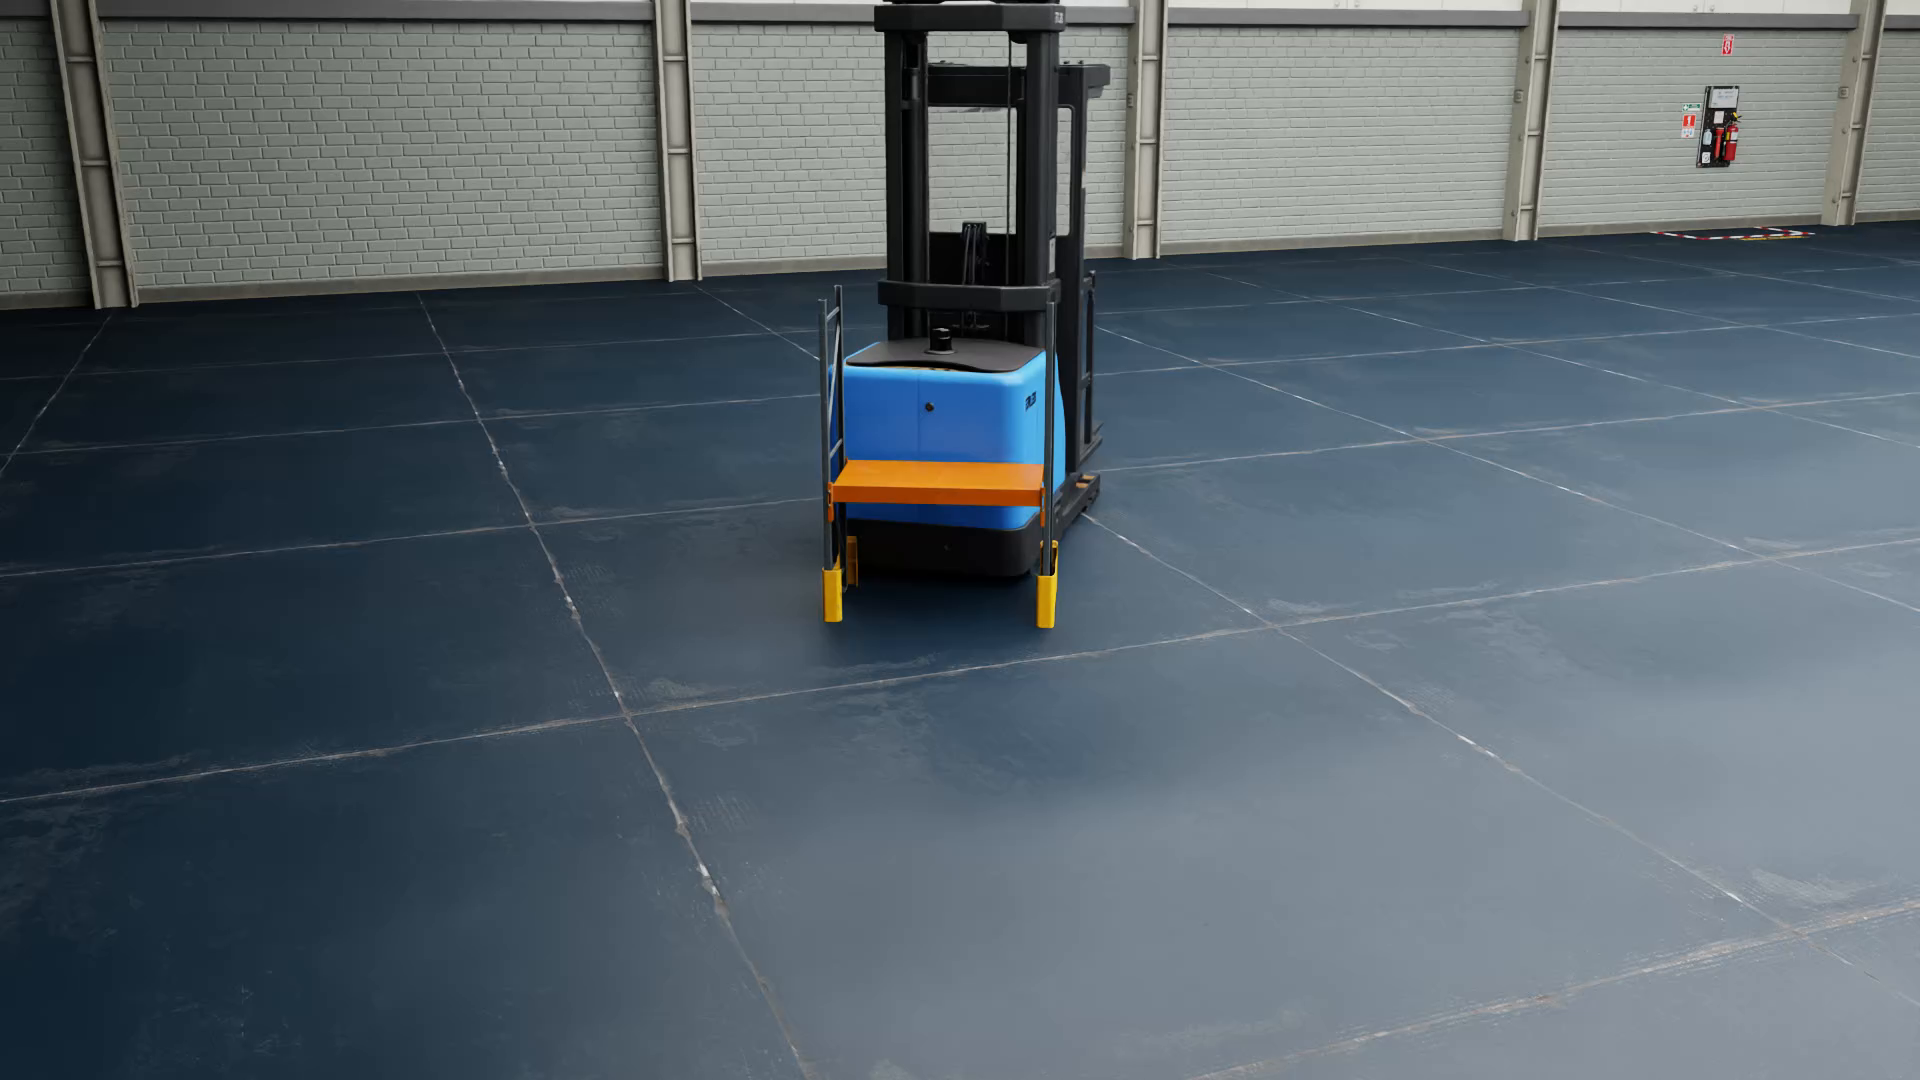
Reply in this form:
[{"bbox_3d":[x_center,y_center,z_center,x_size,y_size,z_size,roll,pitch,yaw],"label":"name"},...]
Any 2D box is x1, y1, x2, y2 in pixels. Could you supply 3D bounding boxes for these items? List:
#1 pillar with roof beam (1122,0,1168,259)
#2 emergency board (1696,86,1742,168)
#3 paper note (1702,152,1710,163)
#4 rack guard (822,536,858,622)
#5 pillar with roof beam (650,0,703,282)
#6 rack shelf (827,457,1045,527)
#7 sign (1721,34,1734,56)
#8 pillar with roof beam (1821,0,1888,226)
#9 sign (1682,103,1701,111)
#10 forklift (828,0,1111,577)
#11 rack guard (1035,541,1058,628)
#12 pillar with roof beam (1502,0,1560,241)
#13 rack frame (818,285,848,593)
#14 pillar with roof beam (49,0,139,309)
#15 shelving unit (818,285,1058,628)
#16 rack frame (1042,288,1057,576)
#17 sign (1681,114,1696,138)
[{"bbox_3d":[3.889,-6.855,16.469,0.400,9.000,9.100,-6,17,-20],"label":"pillar with roof beam"},{"bbox_3d":[11.233,-6.080,24.477,0.643,1.169,0.194,-6,17,-20],"label":"emergency board"},{"bbox_3d":[11.043,-5.657,24.603,0.142,0.148,0.016,-6,17,-20],"label":"paper note"},{"bbox_3d":[-0.577,0.182,8.034,0.087,0.250,0.587,1,16,5],"label":"rack guard"},{"bbox_3d":[-1.713,-6.250,14.409,0.400,9.000,9.100,-6,17,-20],"label":"pillar with roof beam"},{"bbox_3d":[-0.089,-0.233,7.869,1.000,0.185,0.538,1,16,5],"label":"rack shelf"},{"bbox_3d":[11.190,-7.217,24.237,0.199,0.298,0.001,-6,17,-20],"label":"sign"},{"bbox_3d":[15.095,-8.064,20.589,0.400,9.000,9.100,-6,17,-20],"label":"pillar with roof beam"},{"bbox_3d":[10.687,-6.320,24.294,0.331,0.109,0.001,-6,17,-20],"label":"sign"},{"bbox_3d":[0.206,-1.598,9.338,1.130,2.935,3.031,5,17,15],"label":"forklift"},{"bbox_3d":[0.416,0.206,7.954,0.087,0.250,0.587,1,16,5],"label":"rack guard"},{"bbox_3d":[9.492,-7.460,18.529,0.400,9.000,9.100,-6,17,-20],"label":"pillar with roof beam"},{"bbox_3d":[-0.596,-0.418,7.860,0.032,1.500,0.500,1,16,5],"label":"rack frame"},{"bbox_3d":[-7.316,-5.645,12.349,0.400,9.000,9.100,-6,17,-20],"label":"pillar with roof beam"},{"bbox_3d":[-0.080,-0.406,7.818,1.083,1.500,0.587,1,16,5],"label":"shelving unit"},{"bbox_3d":[0.417,-0.394,7.778,0.032,1.500,0.500,1,16,5],"label":"rack frame"},{"bbox_3d":[10.680,-6.068,24.375,0.234,0.329,0.001,-6,17,-20],"label":"sign"}]
